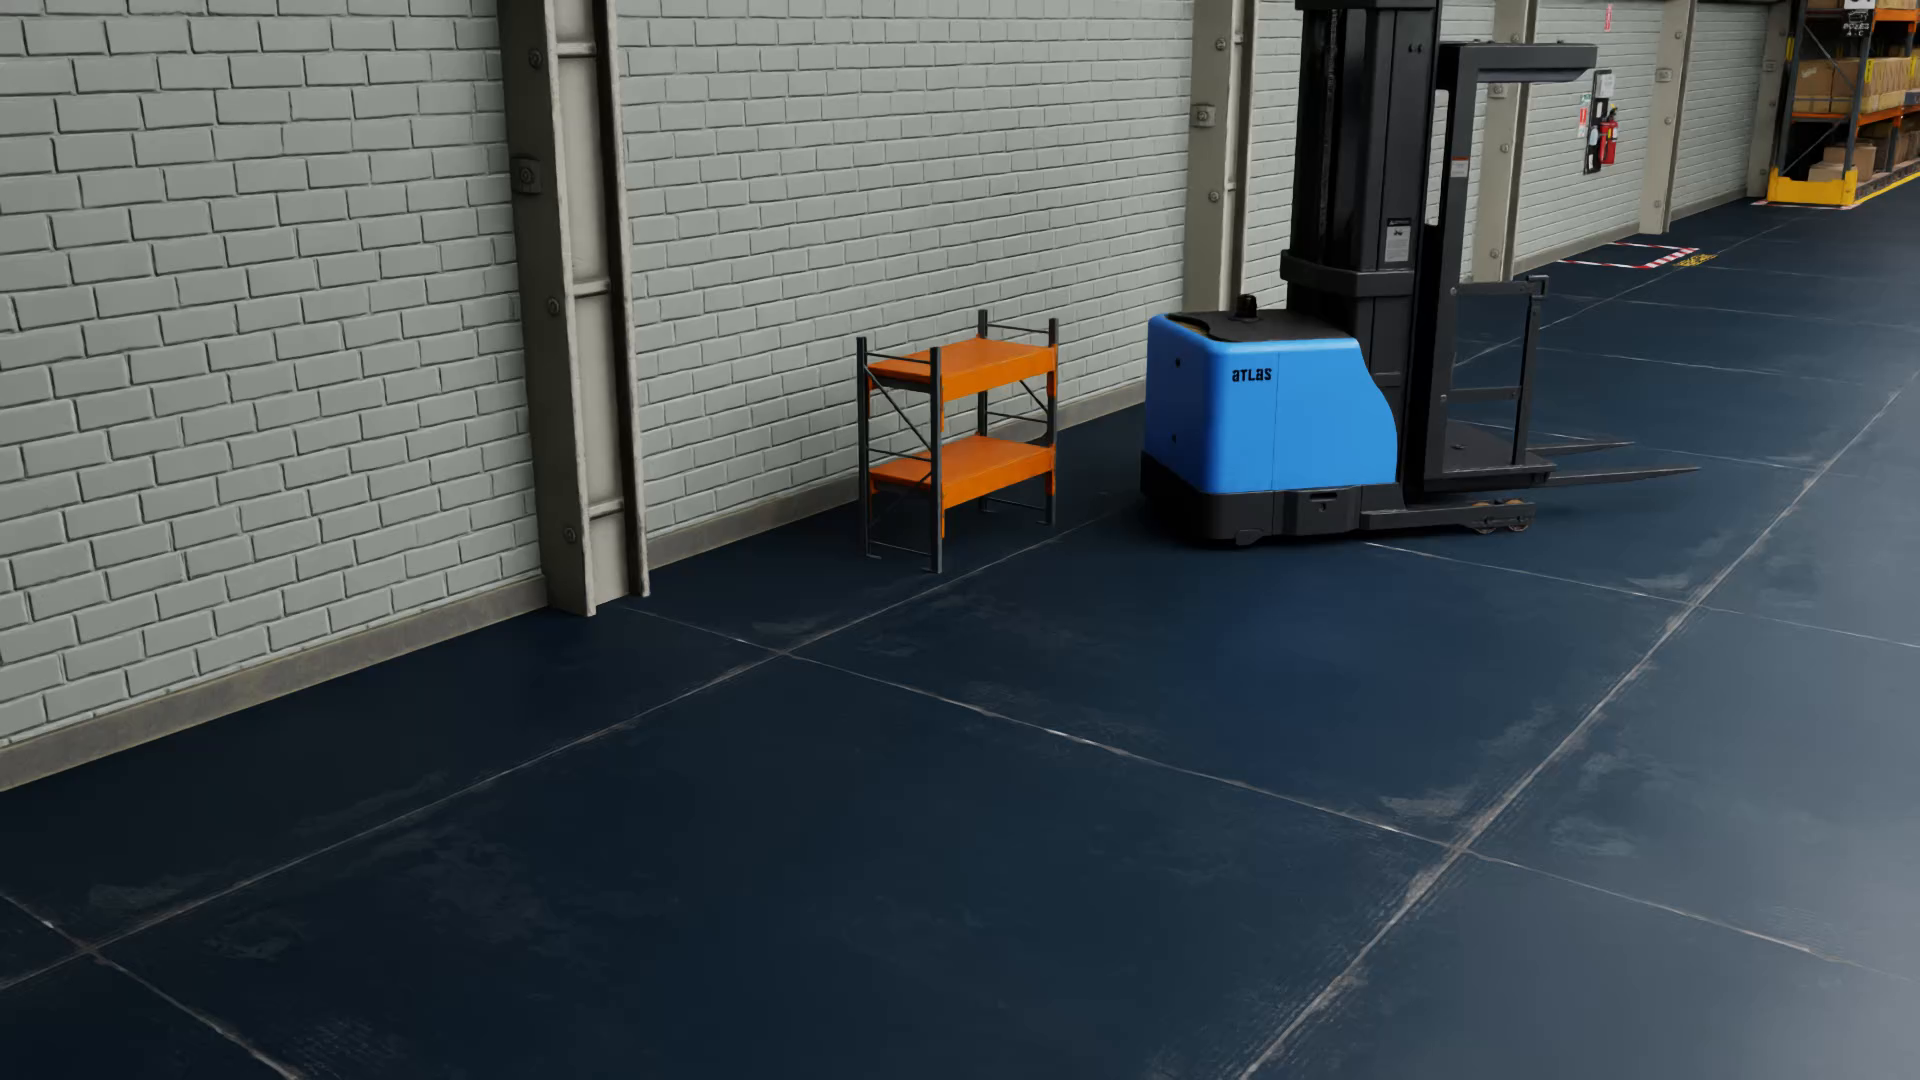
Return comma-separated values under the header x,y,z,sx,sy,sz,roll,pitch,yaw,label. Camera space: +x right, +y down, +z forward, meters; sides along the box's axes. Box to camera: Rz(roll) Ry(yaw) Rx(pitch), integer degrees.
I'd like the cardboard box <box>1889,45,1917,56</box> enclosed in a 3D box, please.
x,y,z,sx,sy,sz,roll,pitch,yaw,label
17.696,-9.167,31.238,0.500,0.250,0.500,13,22,36,cardboard box

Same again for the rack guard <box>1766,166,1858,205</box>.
x,y,z,sx,sy,sz,roll,pitch,yaw,label
12.913,-5.375,25.209,1.175,0.500,0.348,12,21,35,rack guard

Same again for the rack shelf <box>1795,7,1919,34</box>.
x,y,z,sx,sy,sz,roll,pitch,yaw,label
14.059,-8.116,25.976,1.077,0.370,4.000,12,21,35,rack shelf

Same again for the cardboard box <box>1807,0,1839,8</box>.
x,y,z,sx,sy,sz,roll,pitch,yaw,label
12.913,-8.185,24.782,0.500,0.500,0.500,14,22,39,cardboard box

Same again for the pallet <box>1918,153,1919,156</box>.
x,y,z,sx,sy,sz,roll,pitch,yaw,label
18.164,-7.299,31.891,1.003,0.211,1.213,12,21,35,pallet

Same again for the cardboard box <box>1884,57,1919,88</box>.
x,y,z,sx,sy,sz,roll,pitch,yaw,label
16.638,-8.300,29.502,0.700,0.500,0.500,12,21,35,cardboard box

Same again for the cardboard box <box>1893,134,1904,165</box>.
x,y,z,sx,sy,sz,roll,pitch,yaw,label
16.280,-6.944,29.521,0.700,0.500,0.500,13,21,35,cardboard box

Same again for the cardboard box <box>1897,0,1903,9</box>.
x,y,z,sx,sy,sz,roll,pitch,yaw,label
14.224,-8.453,25.647,0.500,0.500,0.500,14,22,38,cardboard box

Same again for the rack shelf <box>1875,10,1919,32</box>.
x,y,z,sx,sy,sz,roll,pitch,yaw,label
16.442,-9.069,29.044,1.077,0.370,4.000,12,21,35,rack shelf

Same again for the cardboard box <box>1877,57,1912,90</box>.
x,y,z,sx,sy,sz,roll,pitch,yaw,label
15.217,-7.632,27.218,0.500,0.500,0.500,12,21,35,cardboard box

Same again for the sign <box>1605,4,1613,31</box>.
x,y,z,sx,sy,sz,roll,pitch,yaw,label
7.427,-5.982,19.041,0.001,0.298,0.199,12,21,35,sign

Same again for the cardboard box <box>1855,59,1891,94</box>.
x,y,z,sx,sy,sz,roll,pitch,yaw,label
14.009,-7.145,25.650,0.500,0.500,0.500,12,21,33,cardboard box

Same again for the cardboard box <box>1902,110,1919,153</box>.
x,y,z,sx,sy,sz,roll,pitch,yaw,label
18.178,-7.782,31.662,0.750,0.750,0.750,12,21,34,cardboard box

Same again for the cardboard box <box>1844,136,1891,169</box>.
x,y,z,sx,sy,sz,roll,pitch,yaw,label
15.676,-6.698,28.728,0.700,0.500,0.500,13,22,37,cardboard box

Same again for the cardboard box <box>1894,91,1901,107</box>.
x,y,z,sx,sy,sz,roll,pitch,yaw,label
14.908,-7.158,26.954,0.500,0.250,0.500,13,21,35,cardboard box

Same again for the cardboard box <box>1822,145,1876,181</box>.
x,y,z,sx,sy,sz,roll,pitch,yaw,label
14.169,-6.018,26.537,0.700,0.500,0.500,11,20,31,cardboard box

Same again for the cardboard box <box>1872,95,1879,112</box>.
x,y,z,sx,sy,sz,roll,pitch,yaw,label
13.711,-6.675,25.400,0.500,0.250,0.500,12,21,33,cardboard box

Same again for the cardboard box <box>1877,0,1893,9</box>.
x,y,z,sx,sy,sz,roll,pitch,yaw,label
13.616,-8.198,24.823,0.500,0.500,0.500,14,22,38,cardboard box

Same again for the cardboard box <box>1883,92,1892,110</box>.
x,y,z,sx,sy,sz,roll,pitch,yaw,label
14.322,-6.915,26.173,0.500,0.250,0.500,13,21,35,cardboard box

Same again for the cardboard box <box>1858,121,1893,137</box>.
x,y,z,sx,sy,sz,roll,pitch,yaw,label
15.936,-7.162,28.956,0.500,0.250,0.500,12,21,34,cardboard box

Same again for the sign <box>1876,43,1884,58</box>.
x,y,z,sx,sy,sz,roll,pitch,yaw,label
17.186,-9.106,31.058,0.100,0.325,0.005,12,21,35,sign

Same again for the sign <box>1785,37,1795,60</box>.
x,y,z,sx,sy,sz,roll,pitch,yaw,label
12.434,-7.357,24.893,0.100,0.325,0.005,12,21,35,sign

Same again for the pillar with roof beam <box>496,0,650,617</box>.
x,y,z,sx,sy,sz,roll,pitch,yaw,label
1.747,-3.258,4.063,9.100,9.000,0.400,12,21,35,pillar with roof beam

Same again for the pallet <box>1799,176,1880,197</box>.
x,y,z,sx,sy,sz,roll,pitch,yaw,label
14.153,-5.714,26.787,1.003,0.211,1.213,12,21,35,pallet

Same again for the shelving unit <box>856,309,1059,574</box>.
x,y,z,sx,sy,sz,roll,pitch,yaw,label
0.004,-0.539,8.582,0.538,1.125,1.048,12,21,35,shelving unit

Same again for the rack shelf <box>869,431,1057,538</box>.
x,y,z,sx,sy,sz,roll,pitch,yaw,label
0.004,-0.305,8.655,0.538,0.278,1.000,12,21,35,rack shelf

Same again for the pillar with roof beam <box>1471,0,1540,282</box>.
x,y,z,sx,sy,sz,roll,pitch,yaw,label
8.897,-6.116,13.266,9.100,9.000,0.400,12,21,35,pillar with roof beam

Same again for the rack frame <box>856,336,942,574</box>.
x,y,z,sx,sy,sz,roll,pitch,yaw,label
-0.299,-0.418,8.192,0.500,1.125,0.032,12,21,35,rack frame

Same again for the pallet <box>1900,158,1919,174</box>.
x,y,z,sx,sy,sz,roll,pitch,yaw,label
17.167,-6.939,30.731,1.003,0.211,1.213,12,21,35,pallet

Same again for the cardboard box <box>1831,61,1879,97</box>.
x,y,z,sx,sy,sz,roll,pitch,yaw,label
13.393,-6.907,24.883,0.500,0.500,0.500,12,21,35,cardboard box

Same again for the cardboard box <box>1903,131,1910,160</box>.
x,y,z,sx,sy,sz,roll,pitch,yaw,label
16.847,-7.190,30.311,0.700,0.500,0.500,12,21,35,cardboard box

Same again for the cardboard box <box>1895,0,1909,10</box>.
x,y,z,sx,sy,sz,roll,pitch,yaw,label
14.837,-8.711,26.477,0.500,0.500,0.500,10,20,30,cardboard box

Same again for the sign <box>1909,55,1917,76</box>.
x,y,z,sx,sy,sz,roll,pitch,yaw,label
15.691,-7.823,27.417,0.100,0.325,0.005,12,21,35,sign

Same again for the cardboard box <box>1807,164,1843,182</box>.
x,y,z,sx,sy,sz,roll,pitch,yaw,label
13.352,-5.626,25.593,0.500,0.311,0.500,10,20,29,cardboard box

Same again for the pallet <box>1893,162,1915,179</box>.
x,y,z,sx,sy,sz,roll,pitch,yaw,label
16.440,-6.649,29.799,1.003,0.211,1.213,12,21,35,pallet

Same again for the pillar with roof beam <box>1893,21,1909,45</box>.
x,y,z,sx,sy,sz,roll,pitch,yaw,label
23.197,-11.833,31.674,9.100,9.000,0.400,12,21,35,pillar with roof beam

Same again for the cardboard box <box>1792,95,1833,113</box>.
x,y,z,sx,sy,sz,roll,pitch,yaw,label
12.990,-6.634,25.268,0.500,0.250,0.500,13,21,35,cardboard box

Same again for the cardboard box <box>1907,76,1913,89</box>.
x,y,z,sx,sy,sz,roll,pitch,yaw,label
15.920,-8.008,28.564,0.700,0.500,0.500,15,23,40,cardboard box

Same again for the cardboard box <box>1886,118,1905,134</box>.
x,y,z,sx,sy,sz,roll,pitch,yaw,label
16.555,-7.402,29.730,0.500,0.250,0.500,12,21,34,cardboard box

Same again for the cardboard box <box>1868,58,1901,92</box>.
x,y,z,sx,sy,sz,roll,pitch,yaw,label
14.616,-7.394,26.451,0.500,0.500,0.500,12,21,33,cardboard box

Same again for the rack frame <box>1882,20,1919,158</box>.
x,y,z,sx,sy,sz,roll,pitch,yaw,label
17.634,-8.456,30.916,1.000,3.000,0.127,12,21,35,rack frame

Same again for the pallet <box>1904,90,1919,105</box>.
x,y,z,sx,sy,sz,roll,pitch,yaw,label
15.823,-7.568,28.380,1.003,0.211,1.213,12,21,35,pallet

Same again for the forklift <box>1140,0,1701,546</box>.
x,y,z,sx,sy,sz,roll,pitch,yaw,label
2.589,-1.582,8.895,3.031,2.935,1.130,-4,18,-13,forklift

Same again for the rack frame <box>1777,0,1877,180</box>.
x,y,z,sx,sy,sz,roll,pitch,yaw,label
12.867,-6.551,24.780,1.000,3.000,0.127,12,21,35,rack frame

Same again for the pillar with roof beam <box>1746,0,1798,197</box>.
x,y,z,sx,sy,sz,roll,pitch,yaw,label
16.047,-8.975,22.470,9.100,9.000,0.400,12,21,35,pillar with roof beam
